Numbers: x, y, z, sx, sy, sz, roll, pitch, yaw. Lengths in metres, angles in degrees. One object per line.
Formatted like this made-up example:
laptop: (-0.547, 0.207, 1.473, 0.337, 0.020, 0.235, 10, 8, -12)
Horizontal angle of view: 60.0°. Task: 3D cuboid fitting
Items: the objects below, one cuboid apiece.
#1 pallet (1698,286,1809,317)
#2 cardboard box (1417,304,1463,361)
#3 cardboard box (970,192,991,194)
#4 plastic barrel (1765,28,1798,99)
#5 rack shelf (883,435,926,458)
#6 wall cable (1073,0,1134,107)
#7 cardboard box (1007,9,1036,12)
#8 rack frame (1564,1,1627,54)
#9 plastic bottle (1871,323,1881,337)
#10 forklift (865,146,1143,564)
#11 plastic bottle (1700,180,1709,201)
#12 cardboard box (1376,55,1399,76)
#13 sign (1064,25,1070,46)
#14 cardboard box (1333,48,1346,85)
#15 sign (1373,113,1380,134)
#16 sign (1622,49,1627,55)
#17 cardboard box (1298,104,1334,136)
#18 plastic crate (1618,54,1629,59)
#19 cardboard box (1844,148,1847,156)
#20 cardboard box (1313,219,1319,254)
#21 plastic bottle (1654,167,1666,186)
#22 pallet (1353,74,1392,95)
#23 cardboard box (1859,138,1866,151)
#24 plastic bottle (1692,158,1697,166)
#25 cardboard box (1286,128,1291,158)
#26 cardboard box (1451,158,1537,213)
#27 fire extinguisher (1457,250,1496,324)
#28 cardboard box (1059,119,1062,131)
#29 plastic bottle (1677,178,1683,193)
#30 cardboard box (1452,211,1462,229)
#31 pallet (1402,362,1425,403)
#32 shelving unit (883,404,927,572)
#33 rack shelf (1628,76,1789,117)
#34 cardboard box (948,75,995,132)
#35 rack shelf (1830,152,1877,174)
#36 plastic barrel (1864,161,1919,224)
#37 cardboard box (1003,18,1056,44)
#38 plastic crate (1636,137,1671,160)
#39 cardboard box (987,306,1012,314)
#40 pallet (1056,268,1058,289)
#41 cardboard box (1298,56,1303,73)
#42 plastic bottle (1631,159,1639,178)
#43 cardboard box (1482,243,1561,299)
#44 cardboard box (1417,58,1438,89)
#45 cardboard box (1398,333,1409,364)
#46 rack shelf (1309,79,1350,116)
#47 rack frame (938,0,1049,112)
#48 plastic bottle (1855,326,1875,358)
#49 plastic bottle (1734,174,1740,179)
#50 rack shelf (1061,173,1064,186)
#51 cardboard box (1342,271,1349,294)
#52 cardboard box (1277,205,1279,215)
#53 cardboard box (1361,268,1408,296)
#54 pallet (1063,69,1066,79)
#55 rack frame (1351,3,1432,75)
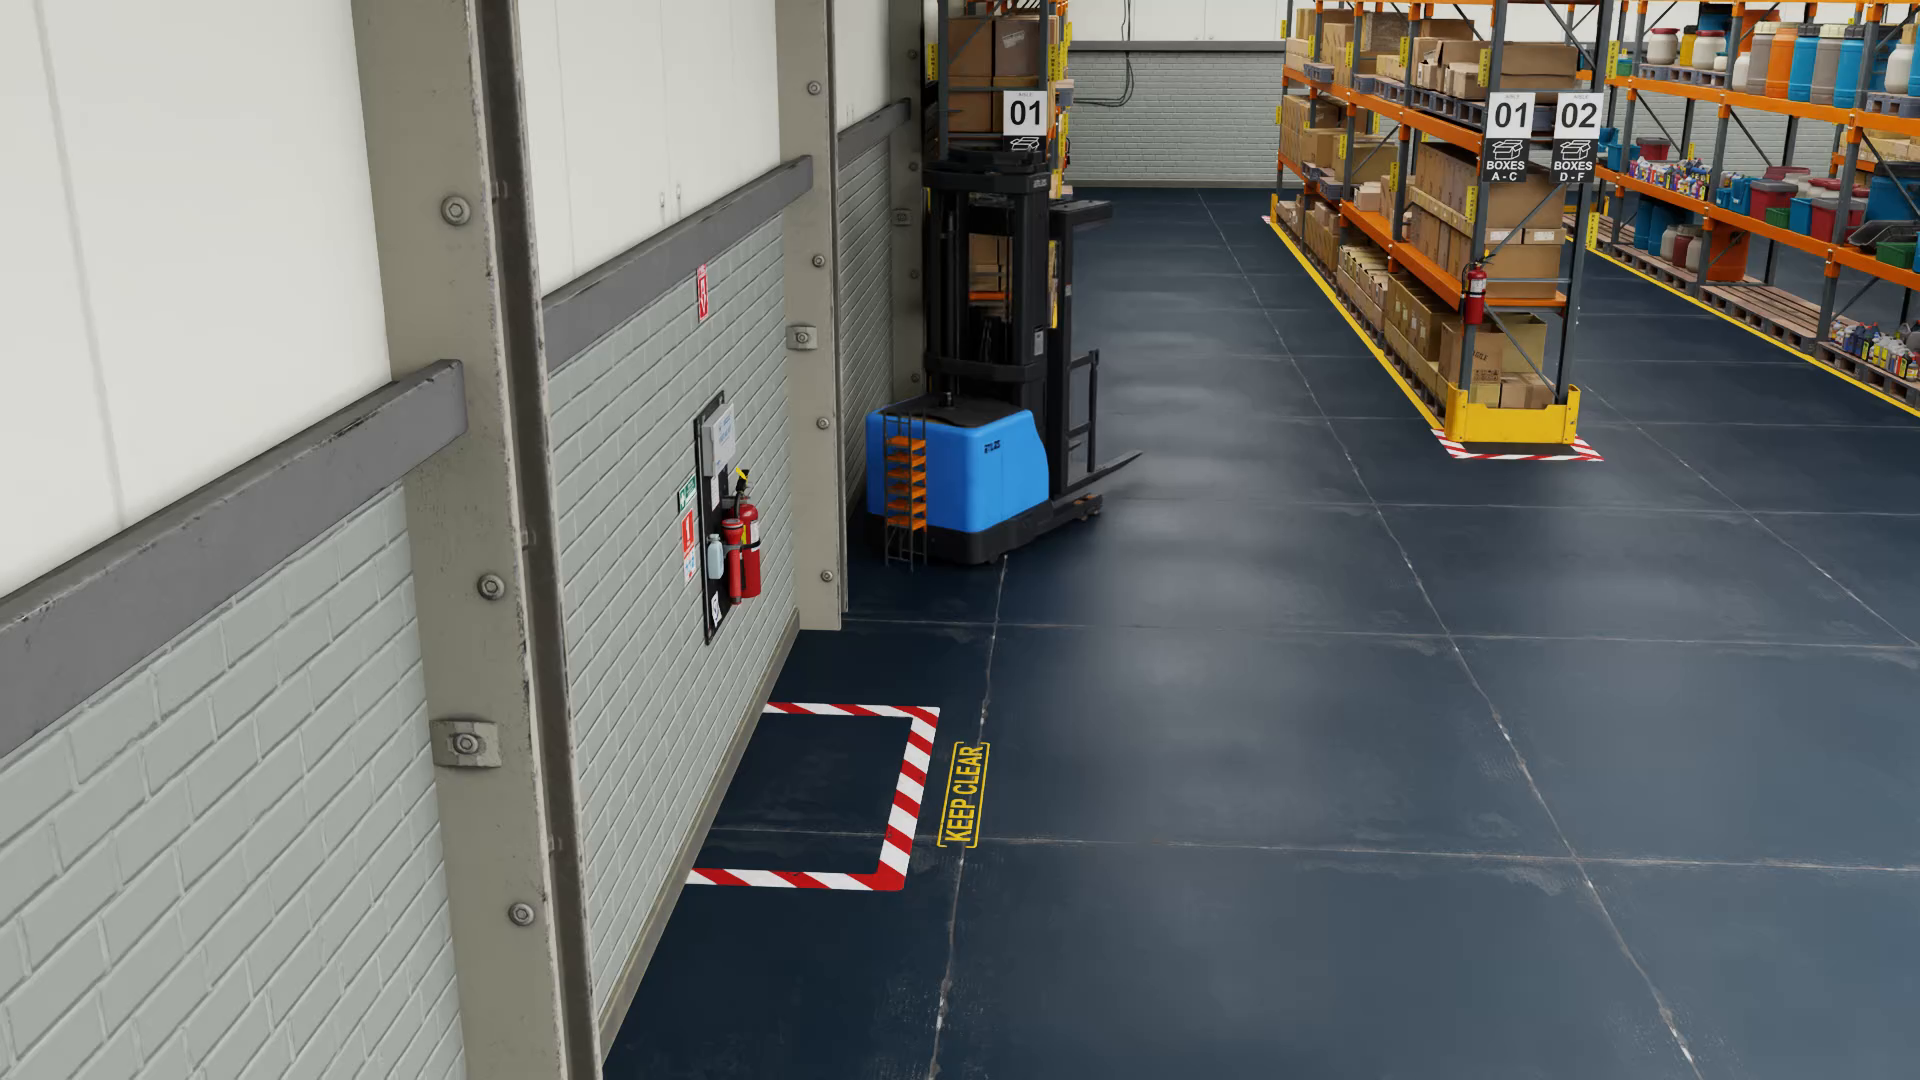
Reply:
pallet: (10.664, -3.214, 22.393, 1.003, 0.211, 1.213, 1, 18, 4)
cardboard box: (5.043, -2.139, 17.172, 0.500, 0.500, 0.500, 1, 18, 4)
cardboard box: (0.240, -3.434, 17.591, 0.500, 0.500, 0.500, 2, 18, 5)
plastic barrel: (10.436, -5.955, 20.773, 0.600, 0.830, 0.708, 1, 18, 4)
rack shelf: (-0.401, -0.678, 12.051, 0.258, 0.103, 0.180, 11, 21, 31)
wall cable: (2.212, -10.609, 35.834, 3.097, 2.526, 0.112, 1, 18, 4)
cardboard box: (0.981, -8.422, 27.193, 0.500, 0.500, 0.500, 1, 18, 3)
rack frame: (11.332, -10.114, 29.339, 1.000, 3.000, 0.127, 1, 18, 4)
plastic bottle: (10.143, -2.242, 18.496, 0.144, 0.351, 0.185, 1, 18, 4)
forklift: (0.502, -1.617, 13.152, 1.130, 2.935, 3.031, 11, 21, 31)
plastic bottle: (10.362, -4.859, 23.121, 0.061, 0.283, 0.133, 1, 18, 4)
cardboard box: (5.841, -6.302, 22.088, 0.500, 0.250, 0.500, 0, 18, 0)
sign: (1.705, -8.054, 26.532, 0.100, 0.325, 0.005, 1, 18, 4)
cardboard box: (5.889, -6.820, 23.941, 0.910, 0.500, 0.500, 1, 18, 4)
sign: (6.658, -6.672, 26.608, 0.100, 0.325, 0.005, 1, 18, 4)
sign: (11.882, -8.632, 29.800, 0.100, 0.325, 0.005, 1, 18, 4)
cardboard box: (5.917, -6.978, 27.634, 0.500, 0.500, 0.500, 1, 18, 3)
plastic crate: (10.865, -7.951, 27.745, 0.437, 0.282, 0.530, 1, 18, 4)
cardboard box: (15.900, -6.851, 29.418, 0.380, 0.149, 0.250, 1, 18, 3)
cardboard box: (5.756, -4.688, 25.722, 0.500, 0.500, 0.500, 2, 18, 5)
plastic bottle: (10.549, -5.467, 24.991, 0.152, 0.276, 0.135, 1, 18, 4)
pallet: (5.858, -6.014, 21.944, 1.213, 0.211, 1.003, 2, 18, 6)
cardboard box: (15.938, -6.918, 28.983, 0.500, 0.250, 0.500, 1, 18, 3)
plastic bottle: (11.305, -5.705, 25.596, 0.144, 0.351, 0.185, 1, 18, 4)
cardboard box: (6.026, -6.975, 29.231, 0.500, 0.500, 0.500, 1, 18, 4)
cardboard box: (5.362, -3.551, 16.700, 0.700, 0.500, 0.500, 1, 18, 4)
fire extinguisher: (4.773, -2.343, 15.380, 0.296, 0.674, 0.183, 1, 18, 4)
cardboard box: (1.302, -6.329, 25.547, 0.500, 0.250, 0.500, 2, 18, 5)
plastic bottle: (10.454, -5.138, 24.107, 0.097, 0.201, 0.097, 0, 18, 0)
cardboard box: (5.156, -3.205, 16.685, 0.380, 0.149, 0.250, 2, 18, 6)
pallet: (5.347, -1.697, 17.764, 1.003, 0.211, 1.213, 1, 18, 4)
shelving unit: (-0.401, -0.378, 12.149, 0.258, 1.200, 0.189, 11, 21, 31)
rack shelf: (10.902, -6.484, 24.231, 1.077, 0.370, 4.000, 1, 18, 4)
cardboard box: (0.080, -4.133, 15.710, 0.500, 0.500, 0.500, 3, 18, 8)
rack shelf: (16.129, -6.190, 28.152, 1.077, 0.370, 4.000, 1, 18, 4)
plastic barrel: (10.801, -3.888, 19.167, 0.600, 0.901, 0.708, 1, 18, 4)
cardboard box: (0.685, -4.901, 16.448, 0.500, 0.500, 0.500, 2, 18, 5)
plastic crate: (11.359, -6.352, 27.292, 0.402, 0.464, 0.583, 1, 18, 4)
cardboard box: (0.555, -2.456, 18.908, 0.500, 0.500, 0.500, 0, 18, 0)
pallet: (1.008, -3.918, 24.542, 1.003, 0.211, 1.213, 1, 18, 4)
cardboard box: (5.948, -7.955, 27.806, 0.500, 0.250, 0.500, 1, 18, 4)
plastic bottle: (10.584, -5.820, 26.055, 0.061, 0.283, 0.133, 1, 18, 4)
cardboard box: (5.291, -2.598, 15.875, 0.700, 0.500, 0.500, 1, 18, 4)
cardboard box: (5.193, -4.979, 17.728, 0.500, 0.311, 0.500, 0, 18, 1)
cardboard box: (5.114, -2.094, 18.237, 0.500, 0.250, 0.500, 1, 18, 4)
rack shelf: (5.961, -6.595, 24.572, 1.077, 0.370, 4.000, 1, 18, 4)
rack frame: (0.303, -5.366, 14.848, 1.000, 3.000, 0.127, 1, 18, 4)
plastic bottle: (9.986, -2.187, 18.327, 0.144, 0.351, 0.185, 1, 18, 2)
plastic bottle: (11.206, -5.137, 23.990, 0.097, 0.271, 0.097, 0, 18, 0)
rack shelf: (1.020, -5.279, 25.373, 1.077, 0.370, 4.000, 1, 18, 4)
cardboard box: (5.452, -3.471, 22.441, 0.500, 0.250, 0.500, 1, 18, 2)
cardboard box: (6.001, -6.038, 30.376, 0.380, 0.166, 0.250, 1, 18, 4)
cardboard box: (5.343, -3.257, 20.885, 0.500, 0.311, 0.500, 1, 18, 4)
pallet: (0.870, -6.537, 23.542, 1.213, 0.211, 1.003, 2, 18, 6)
rack frame: (5.818, -7.742, 22.097, 1.000, 3.000, 0.127, 1, 18, 4)
